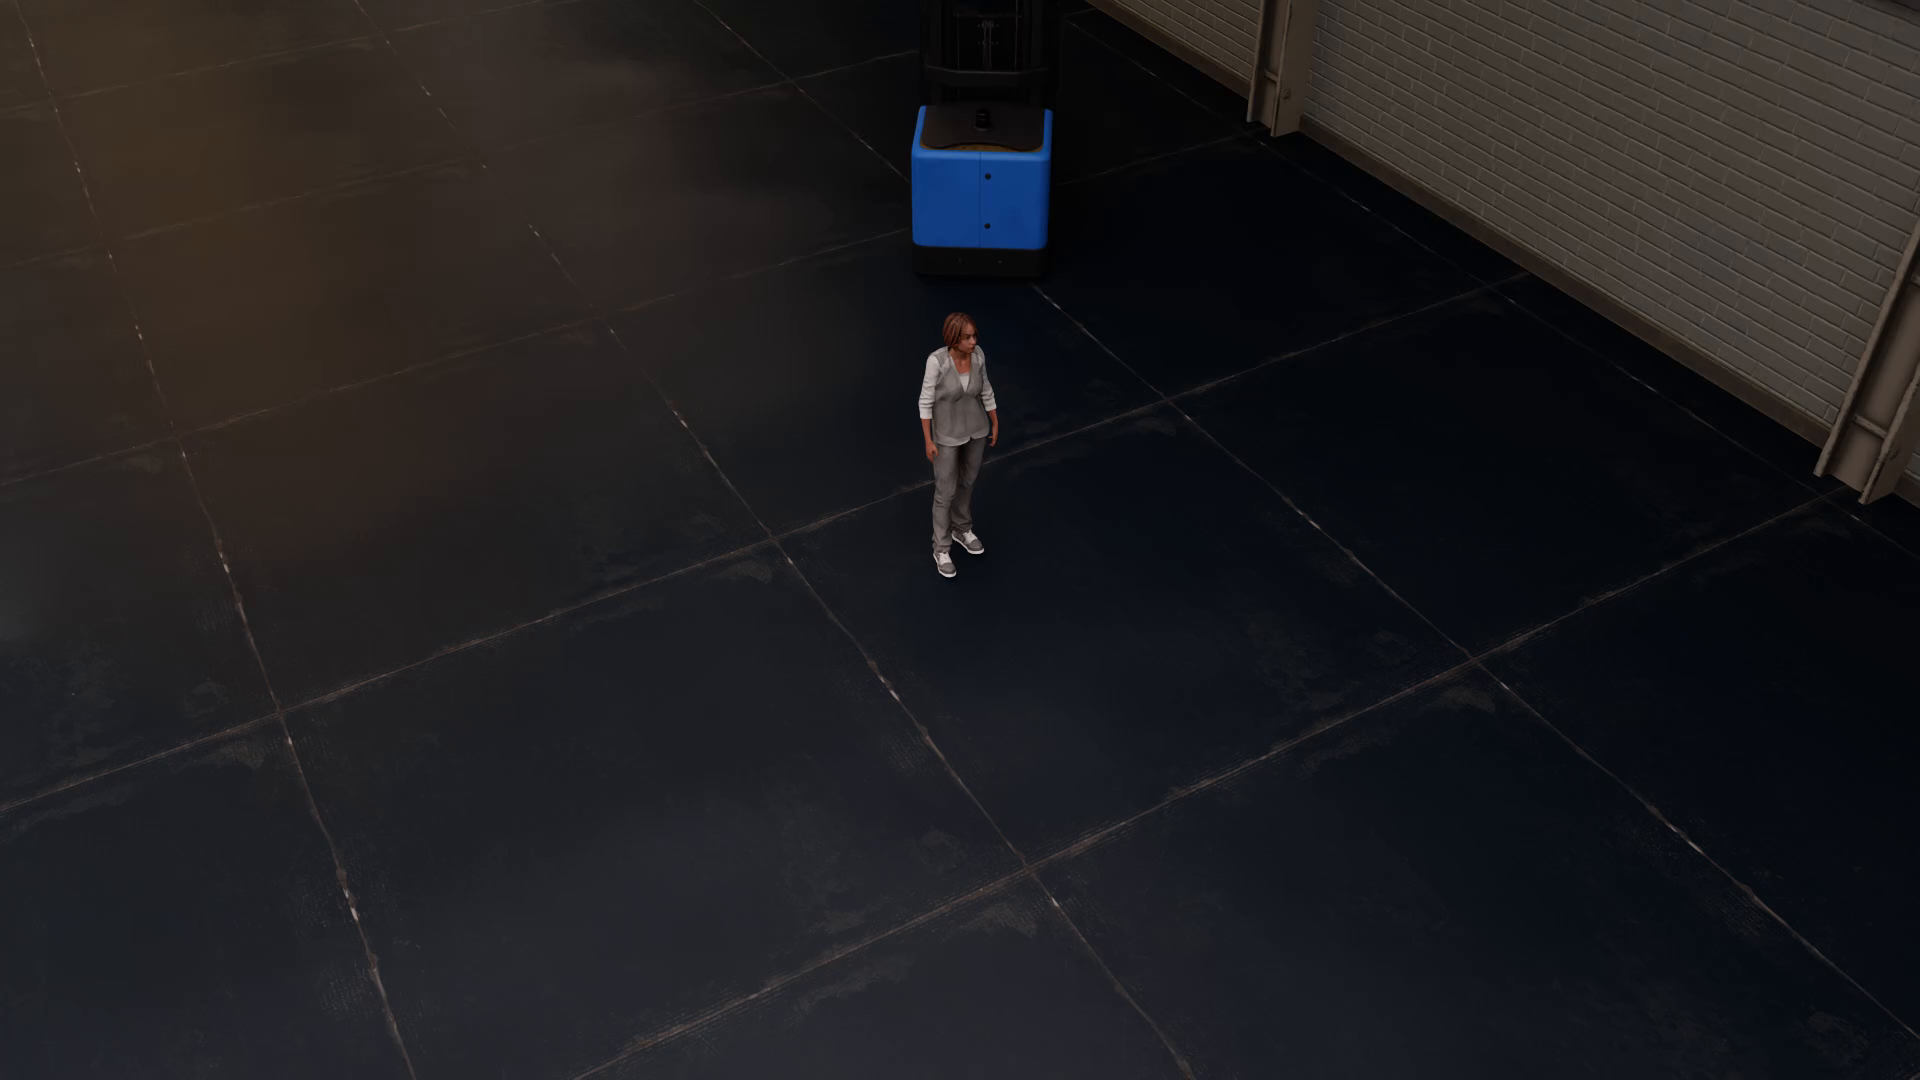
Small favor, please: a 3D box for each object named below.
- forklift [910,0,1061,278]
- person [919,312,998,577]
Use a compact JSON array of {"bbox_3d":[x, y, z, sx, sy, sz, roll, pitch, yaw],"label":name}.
[{"bbox_3d":[0.239,-4.041,12.908,1.130,2.935,3.031,2,40,3],"label":"forklift"},{"bbox_3d":[0.024,-0.570,9.768,0.520,1.582,0.475,-20,44,-23],"label":"person"}]
